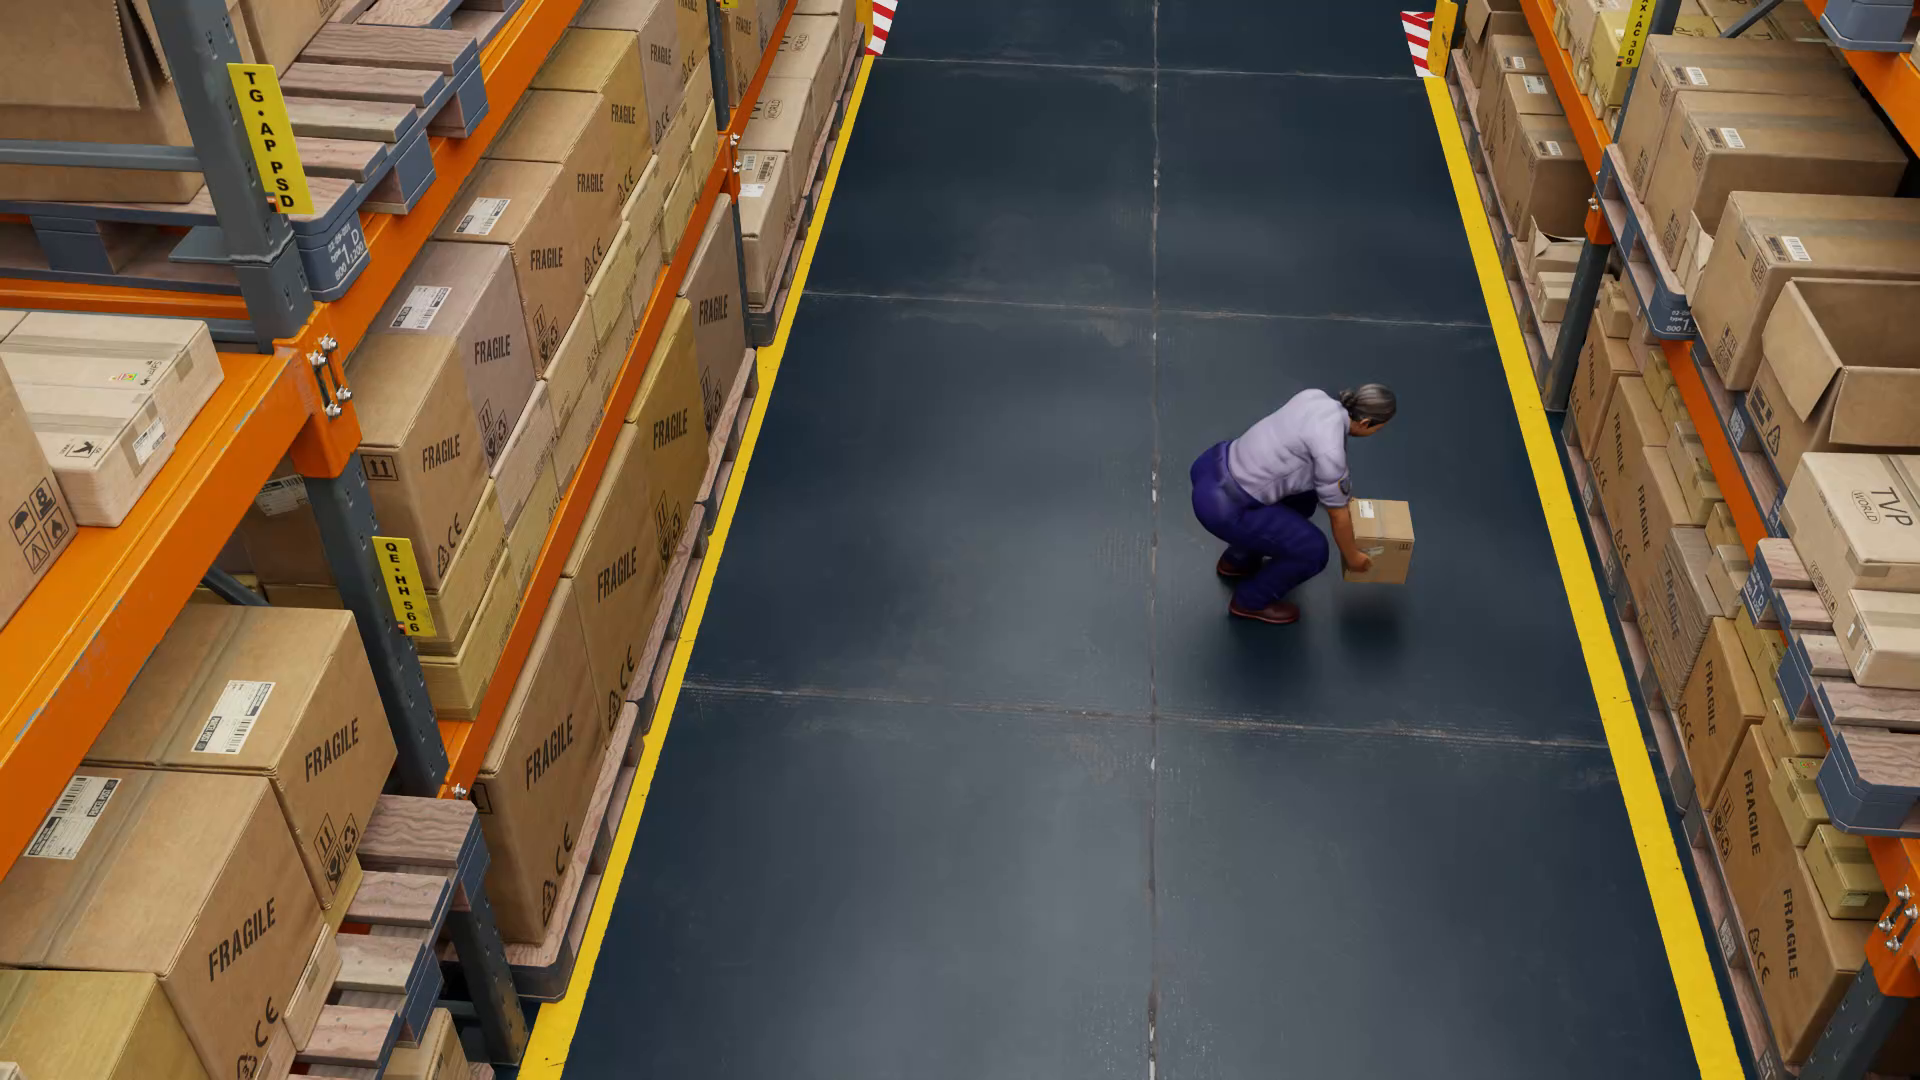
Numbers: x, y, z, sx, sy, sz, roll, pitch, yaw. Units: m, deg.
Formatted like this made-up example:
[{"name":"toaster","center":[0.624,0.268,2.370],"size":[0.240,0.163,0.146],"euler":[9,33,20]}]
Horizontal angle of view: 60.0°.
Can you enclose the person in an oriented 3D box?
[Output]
[{"name":"person","center":[1.369,-0.191,6.840],"size":[0.698,1.076,0.530],"euler":[3,40,4]}]
